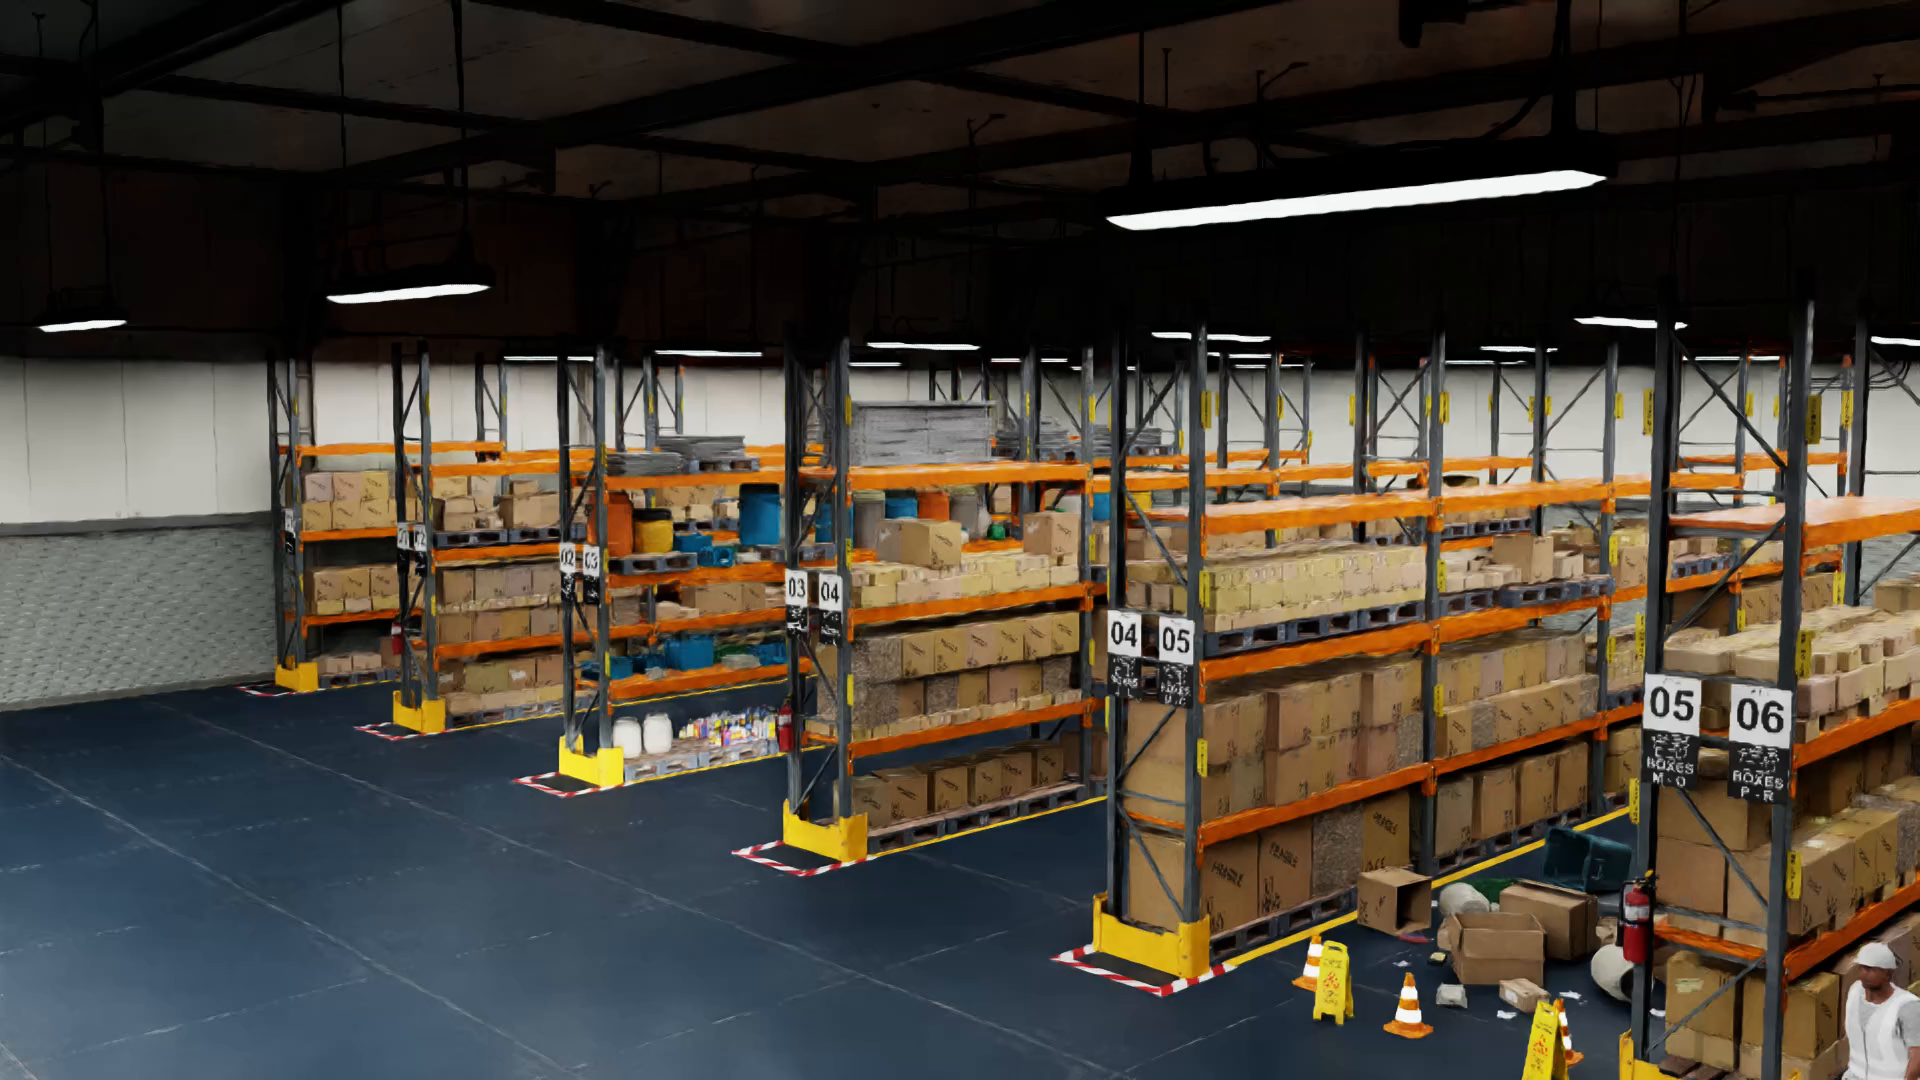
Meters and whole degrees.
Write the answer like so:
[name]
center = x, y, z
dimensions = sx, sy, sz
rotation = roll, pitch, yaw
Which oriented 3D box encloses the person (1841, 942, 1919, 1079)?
[person]
center = 5.857, 3.402, 10.423
dimensions = 0.845, 1.757, 0.708
rotation = -2, 5, -24
